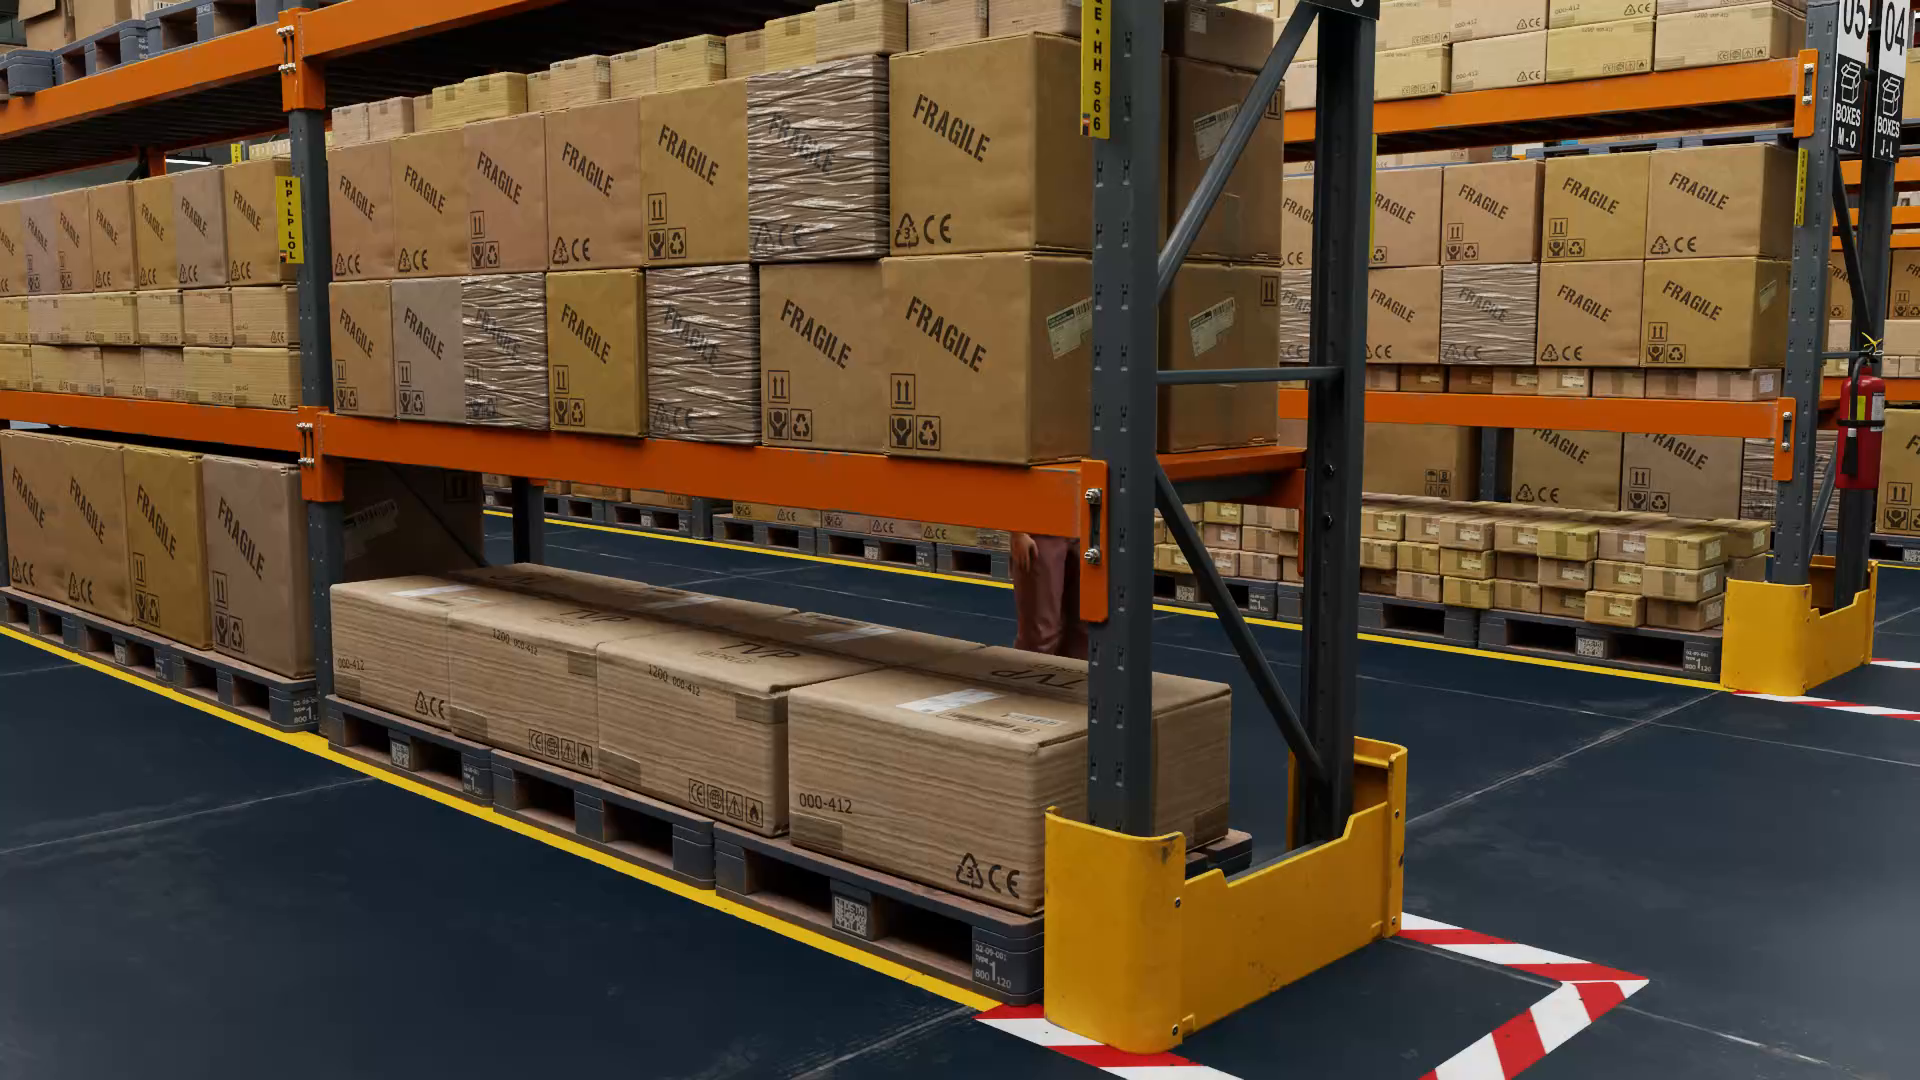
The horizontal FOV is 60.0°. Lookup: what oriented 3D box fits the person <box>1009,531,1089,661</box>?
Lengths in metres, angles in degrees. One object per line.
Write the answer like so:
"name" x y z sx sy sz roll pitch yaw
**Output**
"person" 0.376 -0.007 6.323 0.352 1.673 0.502 7 10 44
